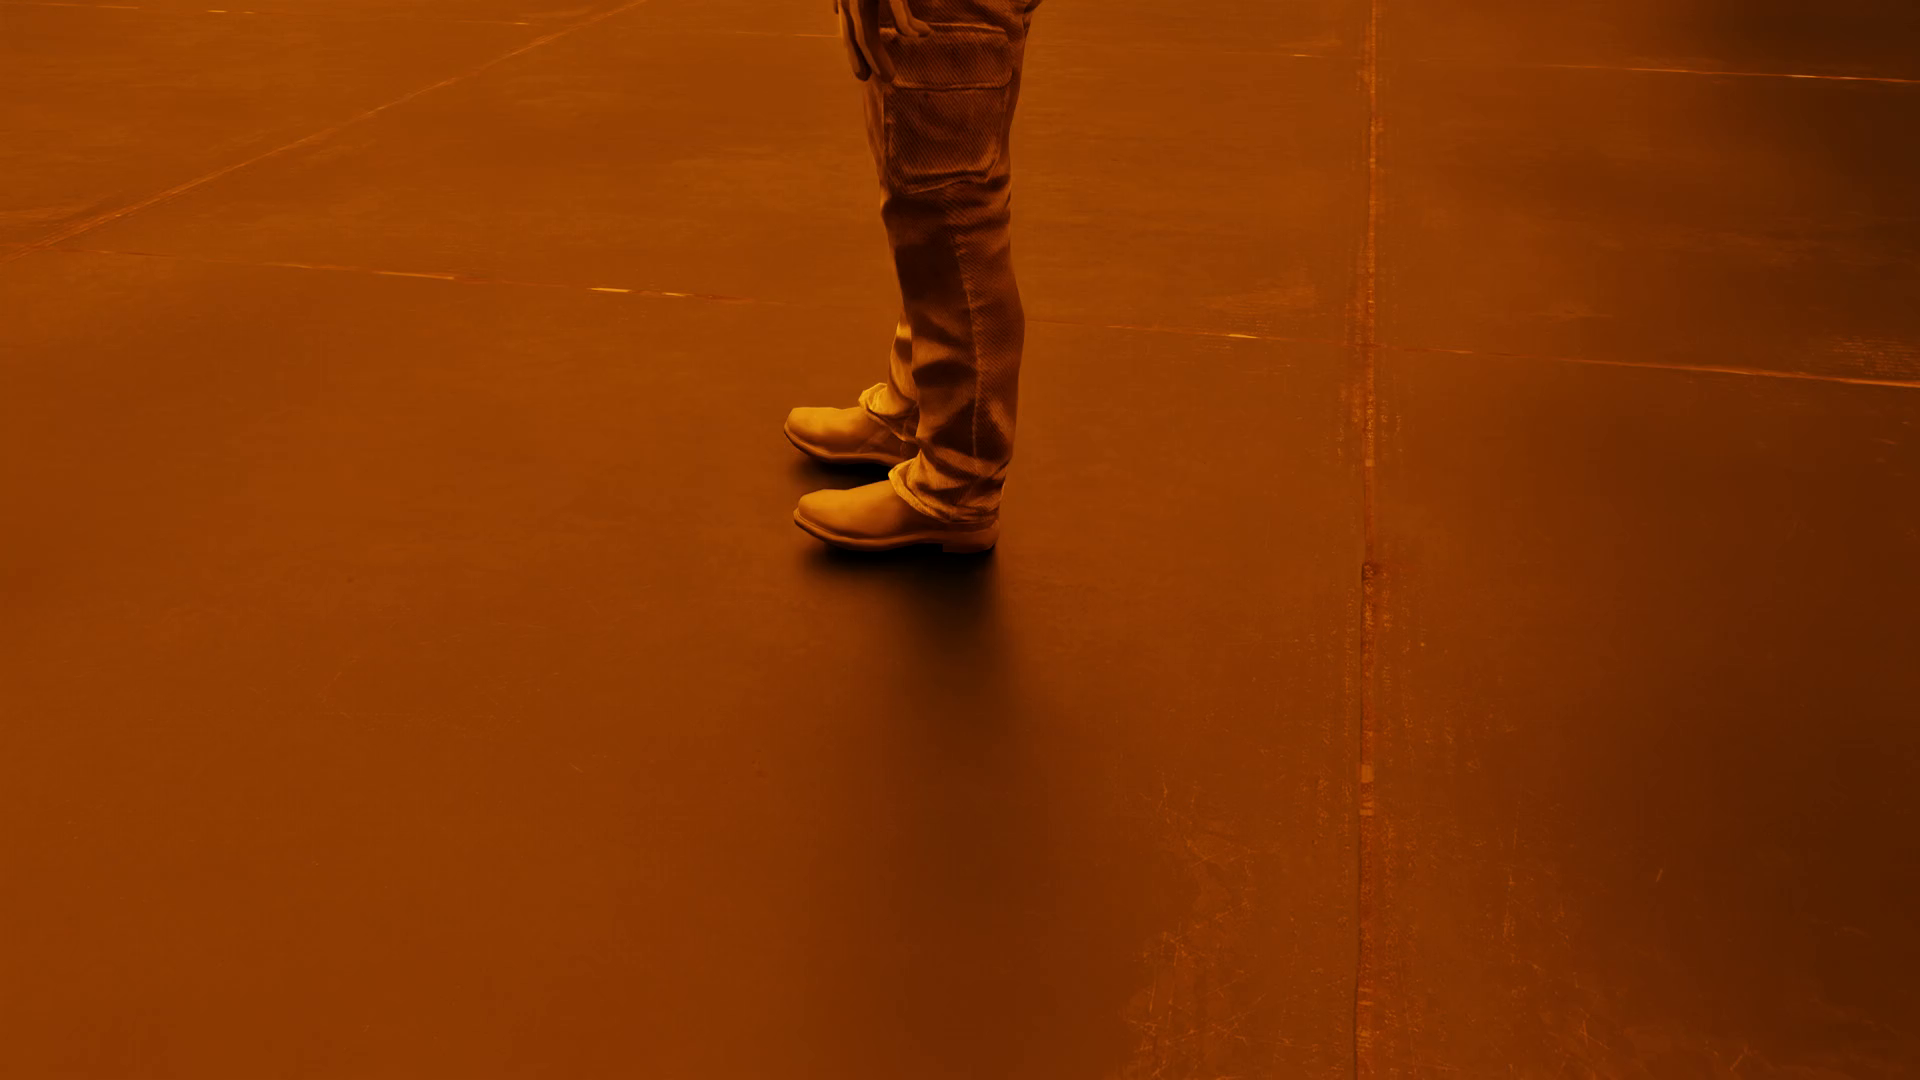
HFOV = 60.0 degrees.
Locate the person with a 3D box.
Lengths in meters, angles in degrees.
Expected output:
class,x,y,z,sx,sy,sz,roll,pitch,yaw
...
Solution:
class,x,y,z,sx,sy,sz,roll,pitch,yaw
person,-0.069,-0.813,2.117,0.575,1.785,0.657,6,27,11
